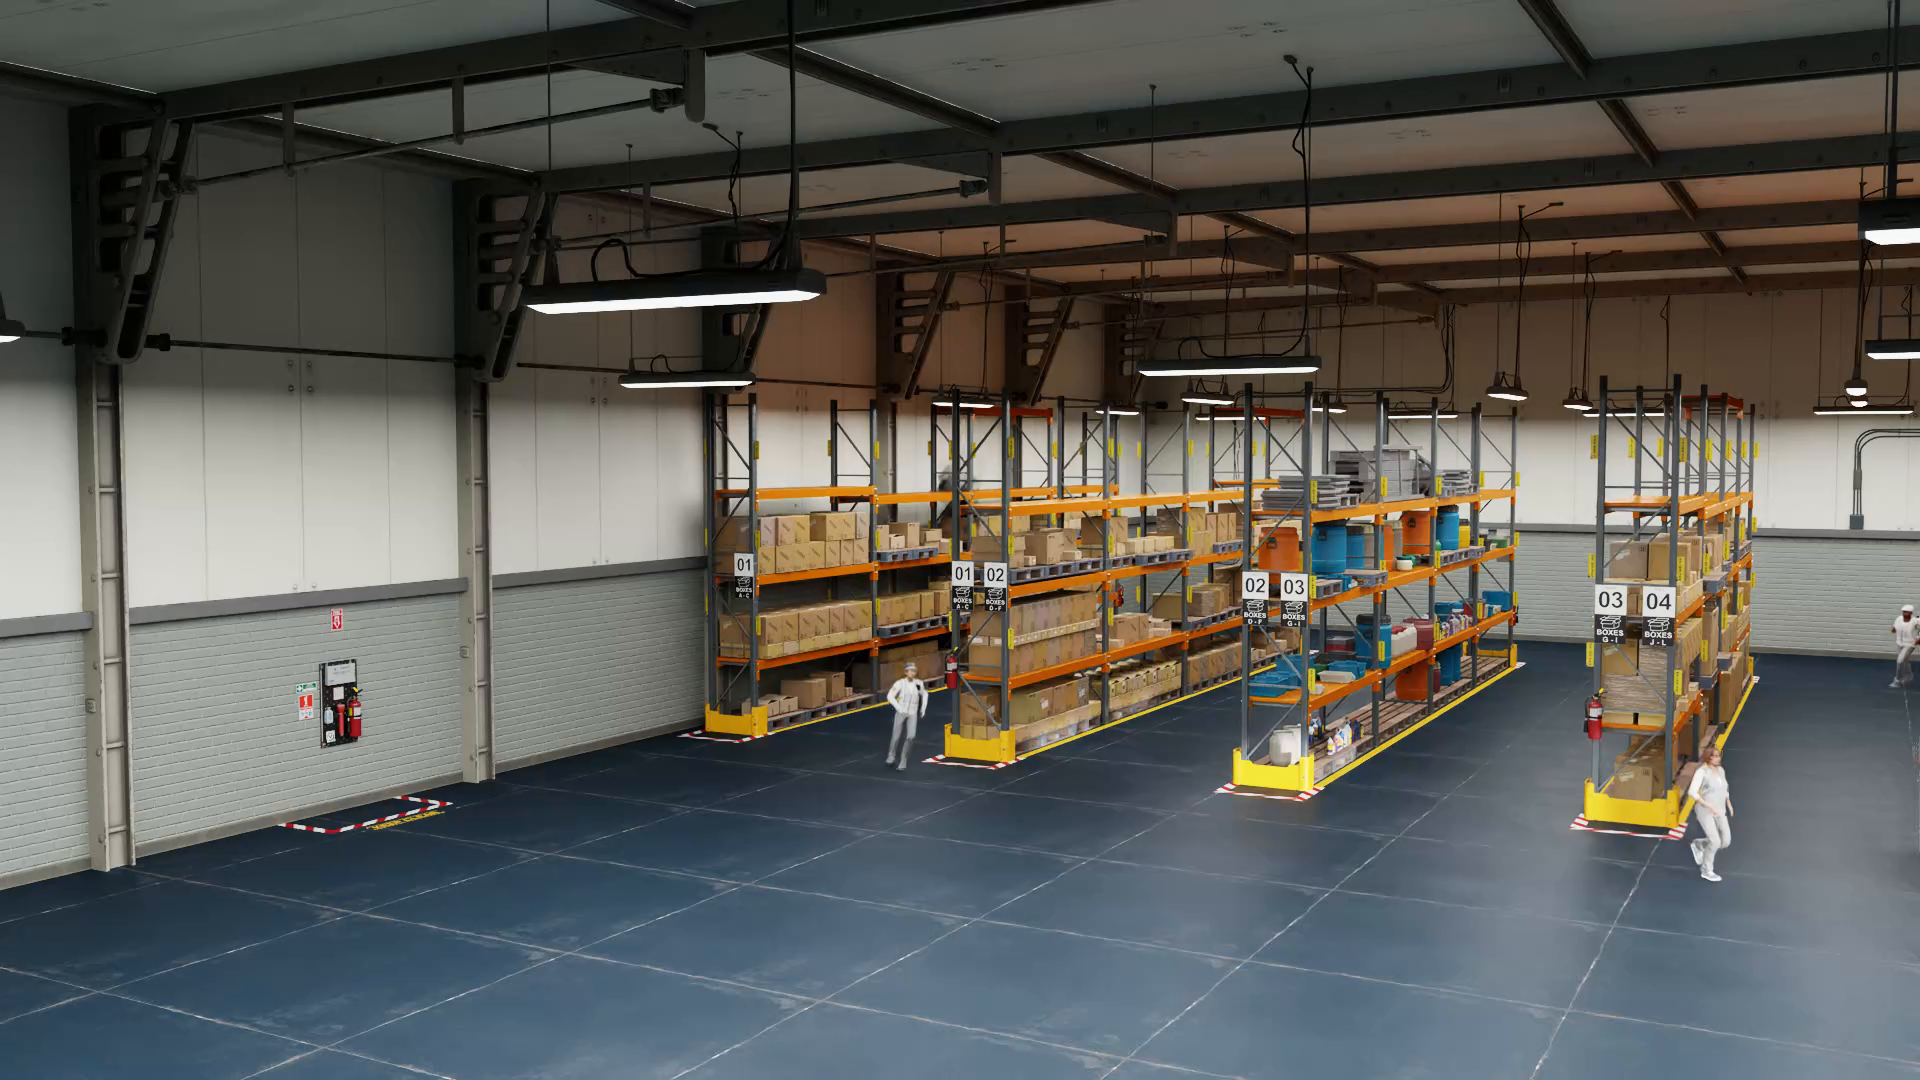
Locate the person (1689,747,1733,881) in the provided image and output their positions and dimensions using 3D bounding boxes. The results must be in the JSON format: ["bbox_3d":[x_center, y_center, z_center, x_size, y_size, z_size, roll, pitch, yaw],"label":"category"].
[{"bbox_3d":[8.729,3.181,19.400,0.589,1.537,0.575,-1,3,-23],"label":"person"}]

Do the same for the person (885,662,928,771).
[{"bbox_3d":[-0.826,2.766,26.211,0.682,1.698,0.665,0,3,-9],"label":"person"}]

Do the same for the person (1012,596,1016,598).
[{"bbox_3d":[1.086,2.035,33.030,0.685,1.830,0.801,1,3,20],"label":"person"}]

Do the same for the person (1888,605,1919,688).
[{"bbox_3d":[20.006,2.245,35.077,0.760,1.777,0.695,-1,3,-15],"label":"person"}]
